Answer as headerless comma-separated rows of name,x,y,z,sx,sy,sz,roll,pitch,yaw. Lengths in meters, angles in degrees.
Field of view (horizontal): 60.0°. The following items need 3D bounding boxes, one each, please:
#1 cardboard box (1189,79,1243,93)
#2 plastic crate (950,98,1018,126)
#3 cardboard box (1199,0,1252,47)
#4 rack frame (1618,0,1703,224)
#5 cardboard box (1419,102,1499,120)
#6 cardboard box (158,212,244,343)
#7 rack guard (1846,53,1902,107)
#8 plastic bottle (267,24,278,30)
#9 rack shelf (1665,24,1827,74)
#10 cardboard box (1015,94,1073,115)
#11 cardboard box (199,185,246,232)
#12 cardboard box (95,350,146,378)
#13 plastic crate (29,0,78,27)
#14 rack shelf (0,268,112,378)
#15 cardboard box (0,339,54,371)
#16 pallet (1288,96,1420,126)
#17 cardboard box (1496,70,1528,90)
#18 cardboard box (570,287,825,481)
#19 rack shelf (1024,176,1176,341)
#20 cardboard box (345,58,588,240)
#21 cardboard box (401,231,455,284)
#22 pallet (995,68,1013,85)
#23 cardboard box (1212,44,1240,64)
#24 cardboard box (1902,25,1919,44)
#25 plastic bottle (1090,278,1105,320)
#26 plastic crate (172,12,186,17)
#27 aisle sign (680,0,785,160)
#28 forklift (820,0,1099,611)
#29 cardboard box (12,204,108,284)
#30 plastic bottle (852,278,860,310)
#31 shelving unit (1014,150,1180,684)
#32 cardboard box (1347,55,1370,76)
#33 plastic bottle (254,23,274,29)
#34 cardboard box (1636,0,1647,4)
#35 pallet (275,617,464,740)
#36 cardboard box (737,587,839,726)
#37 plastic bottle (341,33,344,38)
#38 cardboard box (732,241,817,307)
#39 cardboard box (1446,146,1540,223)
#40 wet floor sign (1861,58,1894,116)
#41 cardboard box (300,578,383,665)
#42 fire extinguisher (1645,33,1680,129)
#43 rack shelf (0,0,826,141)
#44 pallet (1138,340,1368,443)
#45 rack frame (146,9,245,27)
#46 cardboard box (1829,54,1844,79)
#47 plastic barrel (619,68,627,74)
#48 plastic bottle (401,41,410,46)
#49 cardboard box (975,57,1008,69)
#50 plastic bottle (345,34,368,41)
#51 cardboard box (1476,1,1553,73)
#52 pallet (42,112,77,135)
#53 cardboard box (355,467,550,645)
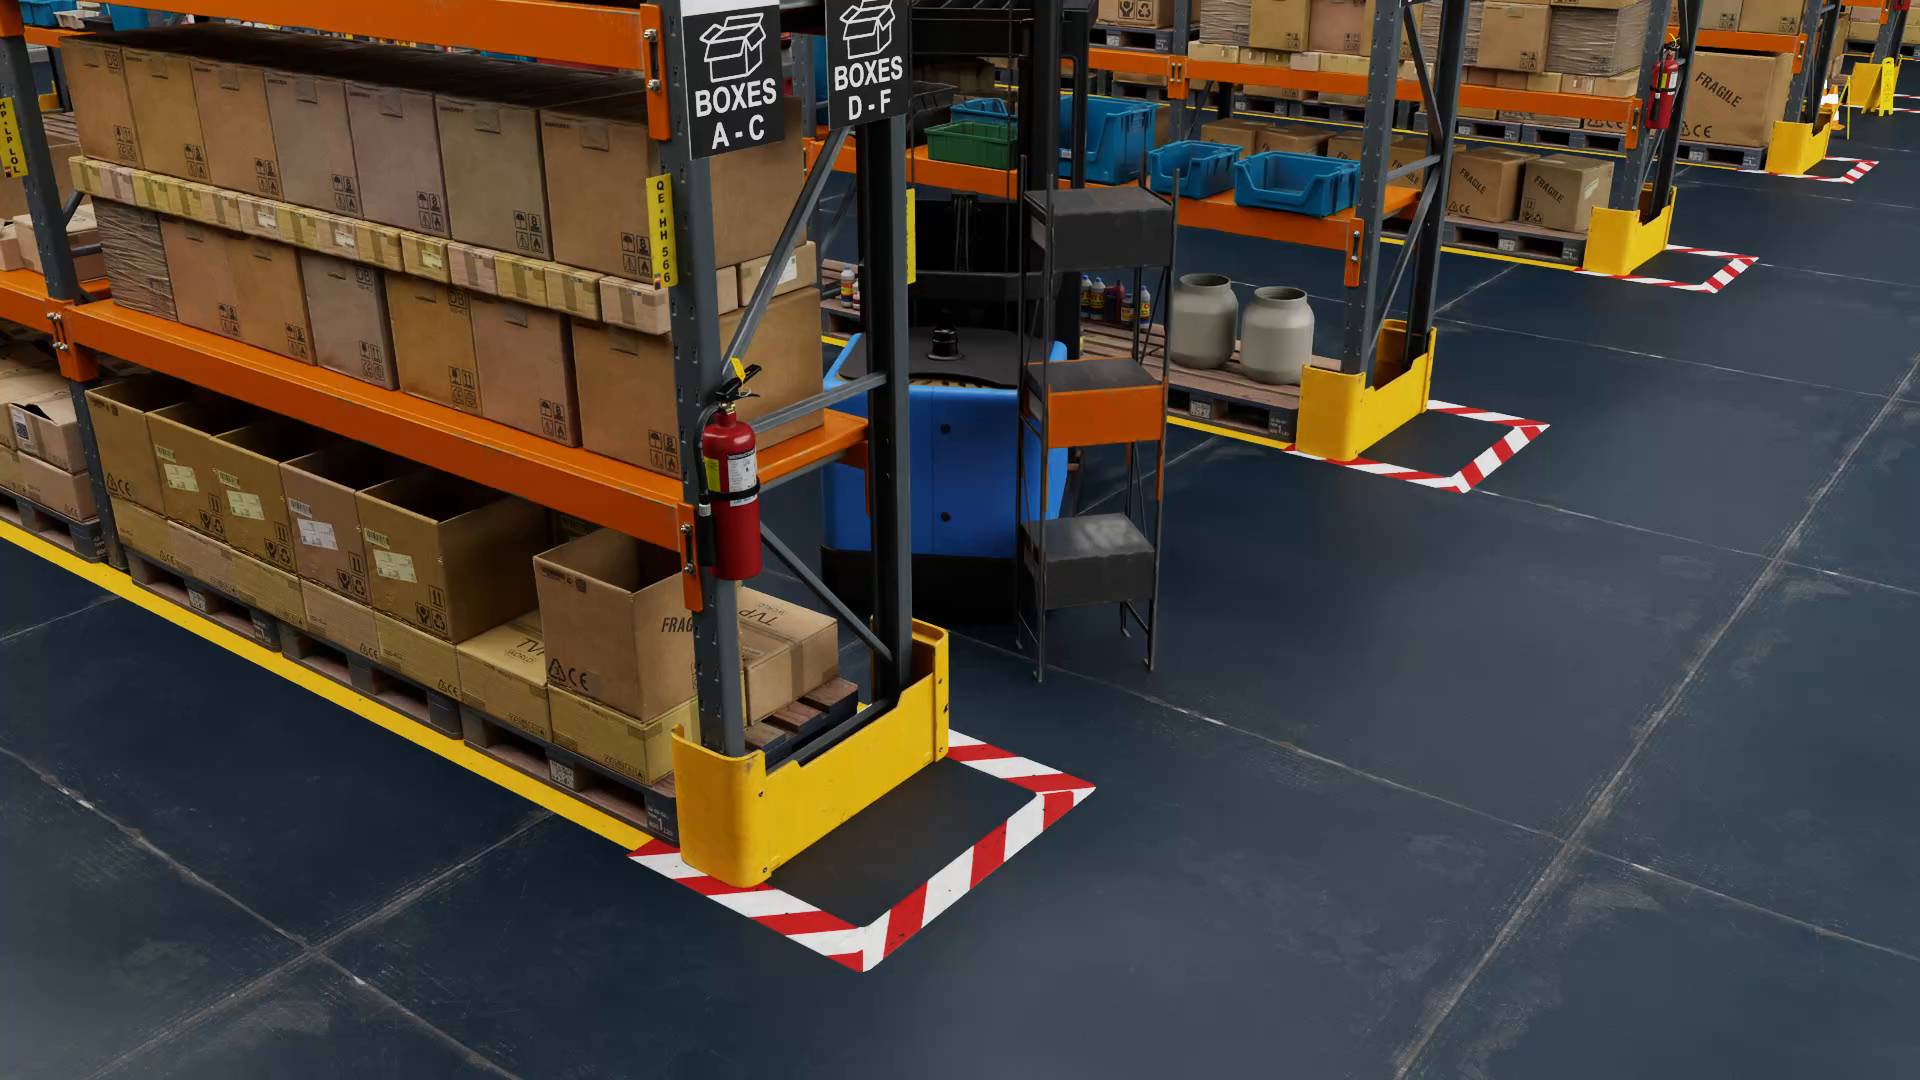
cardboard box,3.208,-5.908,20.208,0.750,0.750,1.050,17,29,34
plastic crate,0.297,-2.743,10.939,0.616,0.251,0.499,17,29,33
cardboard box,2.542,-4.642,14.572,0.500,0.500,0.875,17,29,33
rack frame,5.419,-3.622,12.749,0.127,3.000,1.000,17,29,33
cardboard box,5.736,-5.210,18.469,0.875,0.875,0.875,17,29,34
cardboard box,-2.941,-1.209,7.149,0.500,0.500,0.700,16,29,33
rack guard,11.302,-5.693,20.552,0.348,0.500,1.175,17,29,33
plastic bottle,-6.308,-4.740,15.348,0.185,0.351,0.144,17,29,33
rack shelf,6.875,-5.352,17.569,4.000,0.370,1.077,17,29,33
cardboard box,0.922,-4.058,16.295,0.500,0.500,0.700,14,27,29
cardboard box,-2.809,-1.362,6.693,0.250,0.149,0.380,16,28,32
cardboard box,-4.304,-0.887,8.737,0.500,0.311,0.500,16,29,33
plastic crate,-9.060,-5.287,16.662,0.300,0.233,0.416,17,29,33
rack shelf,-5.326,-1.548,8.935,4.000,0.370,1.077,17,29,33
cardboard box,-5.040,-0.835,8.618,0.500,0.311,0.500,17,29,33
pallet,4.612,-5.051,19.452,1.213,0.211,1.003,17,29,33
cardboard box,4.446,-3.679,13.191,0.250,0.149,0.380,17,29,33
cardboard box,-0.891,-0.589,5.743,0.500,0.500,0.700,17,29,33
rack shelf,0.524,-1.095,6.428,0.480,0.518,0.431,-5,24,-12
cardboard box,-1.761,-1.443,6.071,0.500,0.500,0.700,17,29,33
cardboard box,-1.770,-1.049,5.983,0.250,0.149,0.380,18,29,35
pallet,0.477,-6.341,22.379,1.213,0.211,1.003,17,29,33
cardboard box,2.403,-4.260,14.510,0.250,0.149,0.380,17,29,33
cardboard box,13.771,-7.367,24.139,0.500,0.250,0.500,17,29,34
plastic bottle,0.911,-1.598,10.995,0.097,0.271,0.097,0,24,0
plastic crate,-7.717,-5.279,16.357,0.583,0.464,0.402,17,29,33
aisle sign,-0.648,-1.505,4.722,0.004,0.787,0.394,17,29,33
forklift,0.084,-1.590,8.224,1.130,2.935,3.031,3,24,7
cardboard box,-4.146,-1.430,7.961,0.500,0.250,0.500,19,30,36
plastic bottle,-0.679,-1.669,11.242,0.097,0.201,0.097,0,24,0
shelving unit,0.524,-0.467,6.705,0.503,2.100,0.431,-5,24,-12
cardboard box,3.419,-3.966,13.844,0.250,0.149,0.380,17,29,33
plastic bottle,-6.179,-4.459,14.804,0.135,0.276,0.152,17,29,33
cardboard box,5.143,-4.482,12.969,0.500,0.500,0.500,17,29,33
pallet,-2.134,0.383,7.119,1.213,0.211,1.003,17,29,33
cardboard box,-0.821,0.438,6.424,0.500,0.250,0.500,17,29,33
plastic bottle,-5.546,-4.525,15.047,0.097,0.201,0.097,0,24,0
cardboard box,-0.710,-0.933,5.720,0.250,0.149,0.380,17,29,33
cardboard box,4.431,-2.960,13.827,0.500,0.500,0.500,-17,29,-34
wet floor sign,10.873,-5.350,19.593,0.267,0.644,0.232,-15,28,-30
cardboard box,-2.339,0.247,6.860,0.500,0.250,0.500,17,29,33
fire extinguisher,5.235,-3.410,12.365,0.183,0.674,0.296,17,29,33
rack shelf,-2.125,-1.953,6.135,4.000,0.370,1.077,17,29,33
pallet,1.713,-0.949,10.142,1.213,0.211,1.003,17,29,33
rack frame,-7.153,-4.925,15.709,0.127,3.000,1.000,17,29,33
cardboard box,10.883,-6.037,21.121,0.500,0.250,0.500,17,29,33
plastic barrel,-2.664,-3.728,12.851,0.421,0.512,0.421,0,24,0
plastic bottle,-4.843,-4.345,14.551,0.097,0.271,0.097,0,24,0
cardboard box,0.544,-6.504,21.872,0.500,0.500,0.500,15,28,31
plastic bottle,-5.324,-4.438,14.664,0.185,0.351,0.144,17,29,33
cardboard box,4.524,-4.028,13.178,0.500,0.500,0.875,17,29,33
pallet,-9.718,-4.405,17.985,1.213,0.211,1.003,17,29,33
cardboard box,-1.941,0.026,6.430,0.500,0.500,0.500,17,29,33
